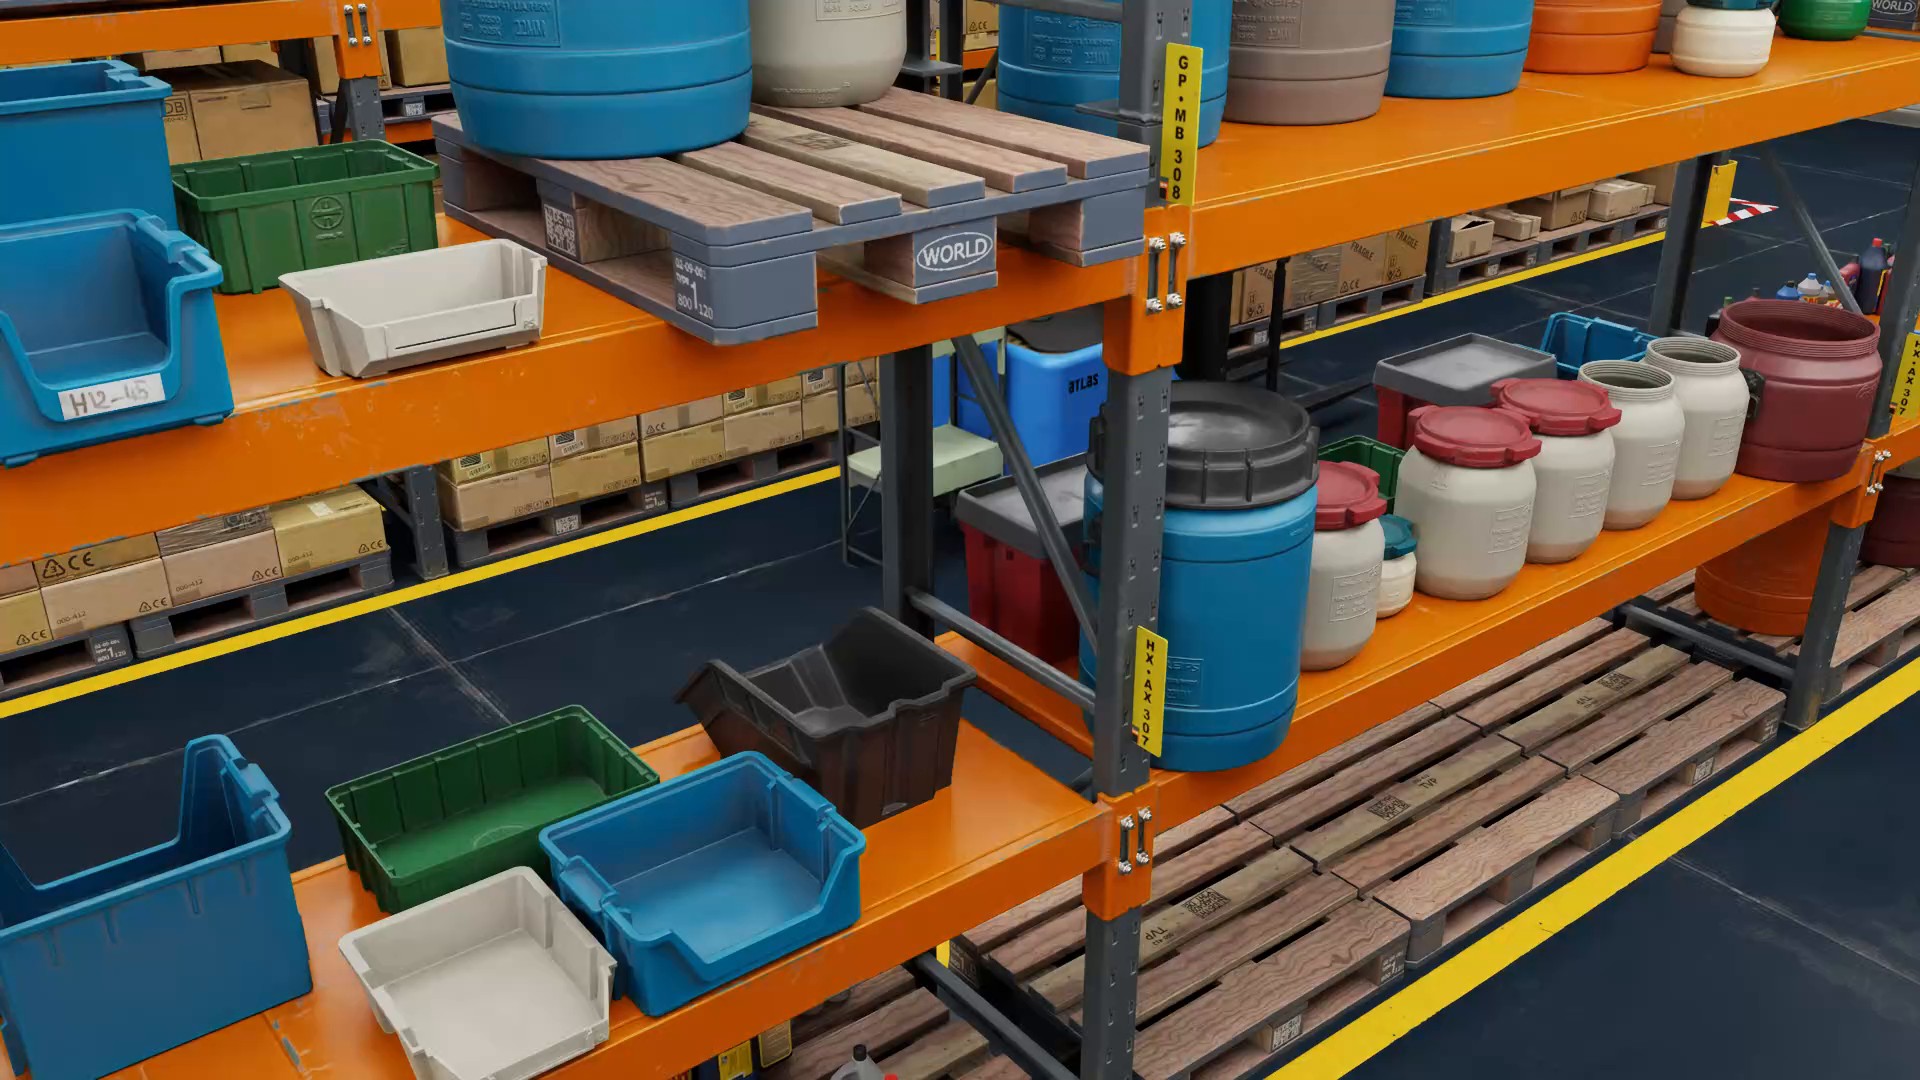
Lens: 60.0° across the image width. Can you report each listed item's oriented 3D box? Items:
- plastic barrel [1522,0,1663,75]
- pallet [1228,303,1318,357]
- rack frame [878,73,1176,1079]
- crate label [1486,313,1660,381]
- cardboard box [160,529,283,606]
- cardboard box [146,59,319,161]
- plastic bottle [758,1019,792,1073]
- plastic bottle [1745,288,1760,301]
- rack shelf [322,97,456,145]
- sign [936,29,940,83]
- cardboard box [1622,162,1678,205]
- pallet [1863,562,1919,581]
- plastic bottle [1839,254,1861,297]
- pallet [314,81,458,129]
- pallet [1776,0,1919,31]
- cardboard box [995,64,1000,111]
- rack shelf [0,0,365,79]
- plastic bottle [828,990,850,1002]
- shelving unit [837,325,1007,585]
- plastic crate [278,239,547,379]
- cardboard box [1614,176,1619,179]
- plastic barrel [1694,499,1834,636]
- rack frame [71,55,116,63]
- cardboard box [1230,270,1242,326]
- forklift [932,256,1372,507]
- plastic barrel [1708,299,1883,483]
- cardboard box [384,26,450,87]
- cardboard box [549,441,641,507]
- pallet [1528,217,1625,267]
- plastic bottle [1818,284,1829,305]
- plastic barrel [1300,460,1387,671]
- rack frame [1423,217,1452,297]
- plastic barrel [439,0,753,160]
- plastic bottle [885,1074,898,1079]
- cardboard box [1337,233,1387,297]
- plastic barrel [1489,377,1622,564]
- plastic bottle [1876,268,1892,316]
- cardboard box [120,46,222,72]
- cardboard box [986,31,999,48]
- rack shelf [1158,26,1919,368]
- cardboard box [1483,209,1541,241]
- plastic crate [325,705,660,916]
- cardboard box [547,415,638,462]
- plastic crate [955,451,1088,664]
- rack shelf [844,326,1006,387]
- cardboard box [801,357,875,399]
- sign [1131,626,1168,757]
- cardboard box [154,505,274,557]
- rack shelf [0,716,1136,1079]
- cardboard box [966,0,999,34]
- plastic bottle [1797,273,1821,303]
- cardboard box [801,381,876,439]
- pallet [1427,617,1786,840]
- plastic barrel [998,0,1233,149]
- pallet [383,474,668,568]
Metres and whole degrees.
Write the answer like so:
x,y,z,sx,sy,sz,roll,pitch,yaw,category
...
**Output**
x,y,z,sx,sy,sz,roll,pitch,yaw,category
1.984,-1.972,5.362,0.708,0.830,0.600,-18,31,-34,plastic barrel
1.795,-1.601,11.949,1.213,0.211,1.003,-18,31,-34,pallet
0.131,0.311,4.516,0.127,3.000,1.000,-18,31,-34,rack frame
2.330,-0.575,6.384,0.616,0.435,0.502,-18,31,-34,crate label
-3.552,0.046,7.856,0.500,0.250,0.500,-18,31,-34,cardboard box
-3.268,-1.847,7.506,0.500,0.500,0.700,-18,30,-34,cardboard box
-0.562,1.410,4.853,0.133,0.283,0.061,-18,31,-34,plastic bottle
3.515,-0.981,7.439,0.133,0.283,0.061,-18,31,-34,plastic bottle
-4.408,-3.164,12.858,4.000,0.370,1.077,-18,31,-34,rack shelf
-0.117,-3.036,10.447,0.005,0.325,0.100,-18,31,-34,sign
6.244,-3.290,14.724,0.500,0.500,0.500,-18,31,-34,cardboard box
4.833,0.003,8.492,1.213,0.211,1.003,-18,31,-34,pallet
4.233,-1.218,7.950,0.133,0.283,0.061,-18,31,-34,plastic bottle
-4.367,-3.395,12.729,1.213,0.211,1.003,-18,31,-34,pallet
3.941,-2.169,6.521,1.213,0.211,1.003,-18,31,-34,pallet
0.651,-2.806,10.616,0.700,0.500,0.500,15,29,29,cardboard box
-4.496,-1.845,6.454,4.000,0.370,1.077,-18,31,-34,rack shelf
-0.390,1.287,5.132,0.097,0.271,0.097,0,25,0,plastic bottle
-0.183,-0.599,8.259,0.755,1.500,0.431,-21,32,-37,shelving unit
-0.883,-0.379,2.753,0.396,0.136,0.243,-18,31,-34,plastic crate
5.524,-3.223,14.875,0.500,0.250,0.500,-18,31,-34,cardboard box
3.653,-0.066,7.409,0.708,0.830,0.600,-18,31,-34,plastic barrel
-5.982,-2.970,11.587,0.127,3.000,1.000,-18,31,-34,rack frame
1.566,-1.725,11.351,0.500,0.500,0.500,-19,31,-35,cardboard box
1.223,-1.794,9.134,3.031,2.935,1.130,-21,32,-37,forklift
3.100,-0.568,6.250,0.708,0.536,0.600,-18,31,-34,plastic barrel
-4.165,-3.798,12.729,0.500,0.500,0.700,-18,31,-34,cardboard box
-2.049,-0.429,8.878,0.500,0.250,0.500,-17,30,-33,cardboard box
4.874,-2.640,14.189,1.213,0.211,1.003,-18,31,-34,pallet
4.000,-1.094,7.781,0.097,0.201,0.097,0,25,0,plastic bottle
1.019,0.074,4.866,0.433,0.535,0.433,0,25,0,plastic barrel
3.373,-3.409,12.531,0.127,3.000,1.000,-18,31,-34,rack frame
-0.718,-1.244,3.210,0.708,0.901,0.600,-18,31,-34,plastic barrel
-0.198,1.576,4.415,0.185,0.351,0.144,-19,31,-35,plastic bottle
2.767,-2.125,12.213,0.500,0.500,0.500,-18,30,-34,cardboard box
1.937,-0.229,5.519,0.433,0.535,0.433,0,25,0,plastic barrel
4.468,-1.218,7.950,0.133,0.283,0.061,-18,31,-34,plastic bottle
-5.561,-3.336,11.734,0.500,0.500,0.700,-18,30,-34,cardboard box
0.222,-4.762,15.722,0.250,0.149,0.380,-18,30,-34,cardboard box
1.705,-1.242,5.155,4.000,0.370,1.077,-18,31,-34,rack shelf
4.511,-2.588,13.607,0.250,0.166,0.380,-18,31,-34,cardboard box
-1.111,0.667,4.002,0.662,0.188,0.450,-18,31,-34,plastic crate
-2.047,-0.681,8.756,0.500,0.311,0.500,-19,31,-35,cardboard box
0.323,0.055,4.992,0.583,0.464,0.402,-18,31,-34,plastic crate
-0.183,-0.953,8.095,0.720,0.370,0.431,-21,32,-37,rack shelf
-0.839,-1.082,9.620,0.500,0.311,0.500,-18,31,-34,cardboard box
0.462,0.371,4.059,0.005,0.325,0.100,-18,31,-34,sign
-3.553,-0.295,7.699,0.500,0.500,0.500,-18,31,-34,cardboard box
-1.443,1.157,3.548,4.000,0.370,1.077,-18,31,-34,rack shelf
0.105,-5.035,15.539,0.500,0.500,0.500,-19,31,-35,cardboard box
3.924,-1.101,7.711,0.097,0.271,0.097,0,25,0,plastic bottle
-0.839,-0.831,9.744,0.500,0.250,0.500,-17,30,-33,cardboard box
2.645,0.726,6.936,1.213,0.211,1.003,-18,31,-34,pallet
0.397,-1.481,4.218,0.708,0.901,0.600,-18,31,-34,plastic barrel
-2.367,-0.270,9.081,1.213,0.211,1.003,-18,31,-34,pallet
